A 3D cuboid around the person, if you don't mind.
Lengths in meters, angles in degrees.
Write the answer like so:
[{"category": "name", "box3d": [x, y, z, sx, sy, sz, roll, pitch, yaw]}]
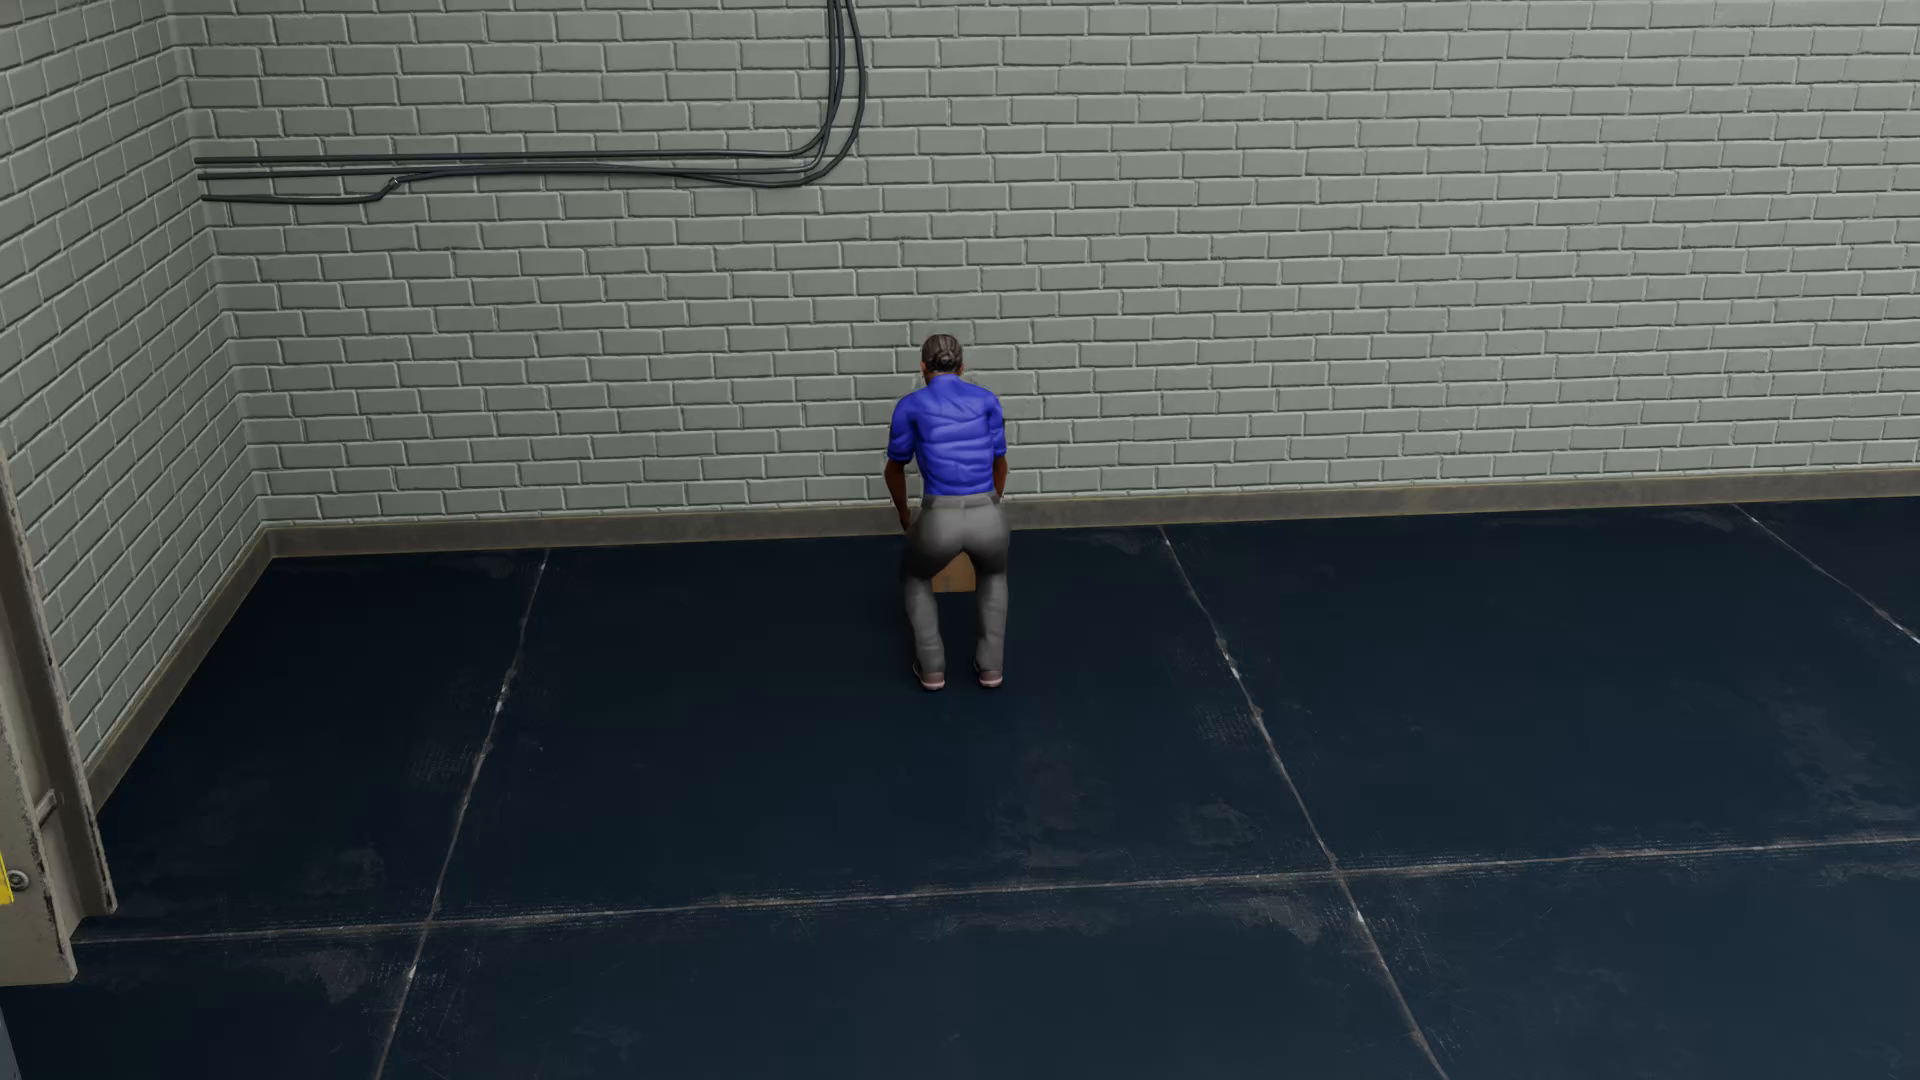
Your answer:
[{"category": "person", "box3d": [-0.047, -0.086, 6.646, 0.495, 1.390, 0.617, -2, 24, -5]}]
